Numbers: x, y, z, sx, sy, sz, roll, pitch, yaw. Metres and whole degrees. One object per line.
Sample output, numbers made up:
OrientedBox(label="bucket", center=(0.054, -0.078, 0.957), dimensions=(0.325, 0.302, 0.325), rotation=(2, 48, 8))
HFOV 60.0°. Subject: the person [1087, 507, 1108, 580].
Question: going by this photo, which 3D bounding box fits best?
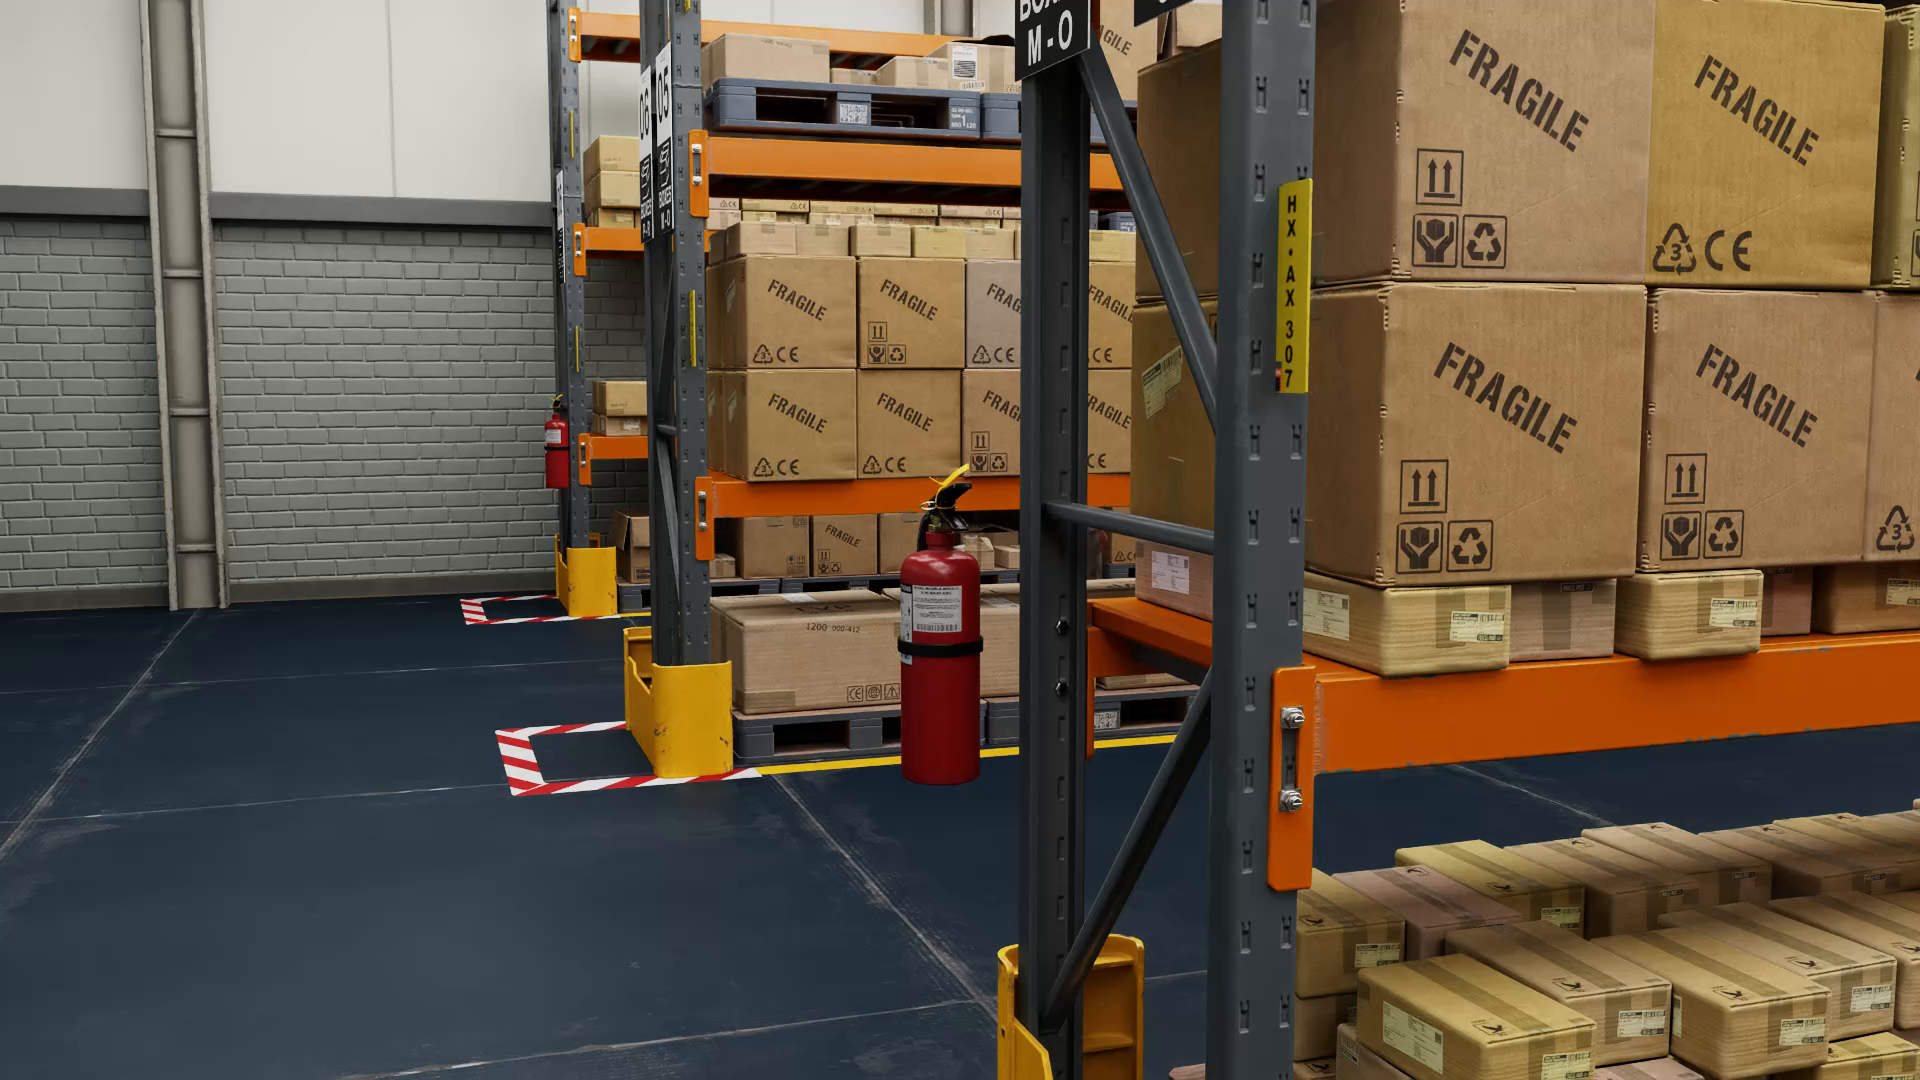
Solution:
OrientedBox(label="person", center=(0.744, 0.013, 10.191), dimensions=(0.341, 1.480, 0.482), rotation=(-2, 6, -20))
